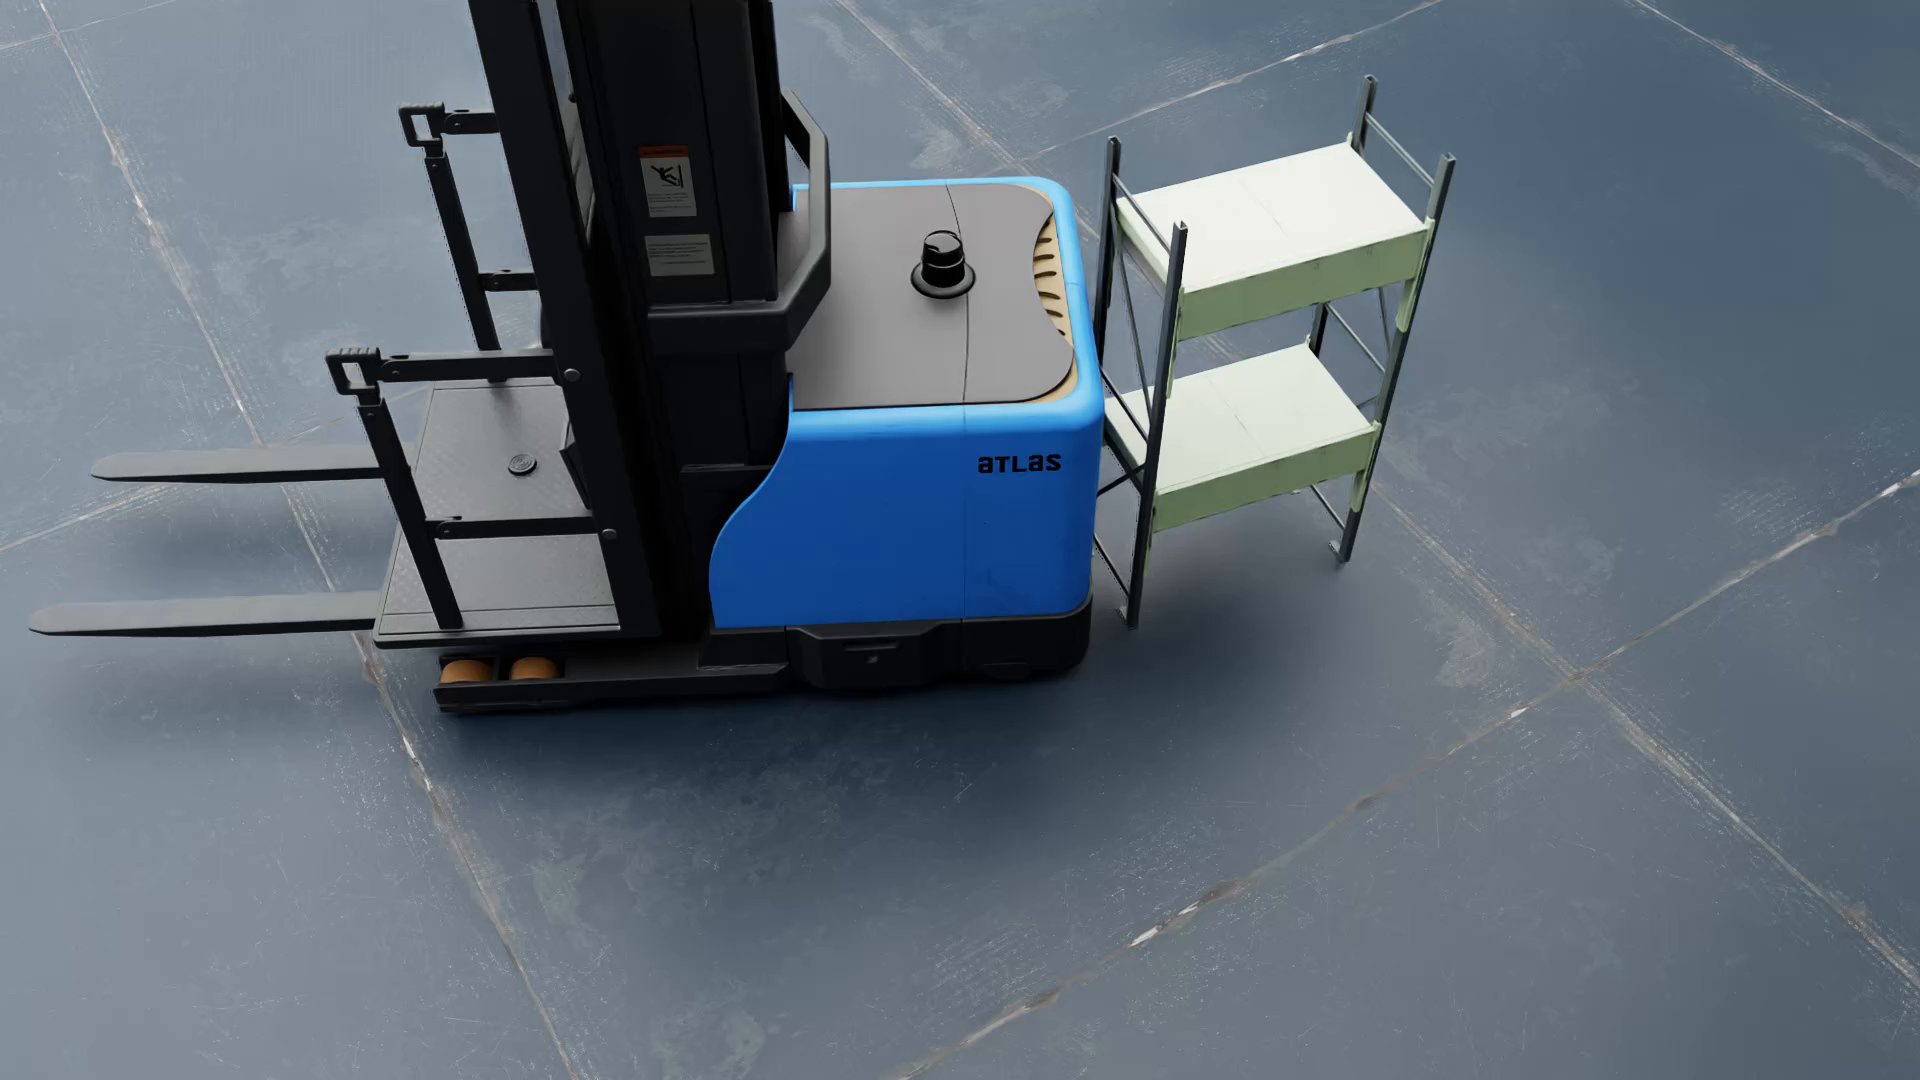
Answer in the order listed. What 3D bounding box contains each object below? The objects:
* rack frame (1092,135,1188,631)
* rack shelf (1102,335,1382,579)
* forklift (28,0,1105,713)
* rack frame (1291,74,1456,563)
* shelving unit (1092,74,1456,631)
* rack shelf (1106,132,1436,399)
[{"bbox_3d":[0.451,-0.368,4.573,0.023,1.500,0.400,-16,50,-14],"label":"rack frame"},{"bbox_3d":[0.792,-0.251,4.906,0.720,0.370,0.431,-16,50,-14],"label":"rack shelf"},{"bbox_3d":[-1.158,-0.885,4.075,3.031,2.935,1.130,-2,48,-2],"label":"forklift"},{"bbox_3d":[1.132,-0.569,4.752,0.023,1.500,0.400,-16,50,-14],"label":"rack frame"},{"bbox_3d":[0.792,-0.468,4.663,0.755,1.500,0.431,-16,50,-14],"label":"shelving unit"},{"bbox_3d":[0.792,-0.728,4.371,0.720,0.370,0.431,-16,50,-14],"label":"rack shelf"}]
